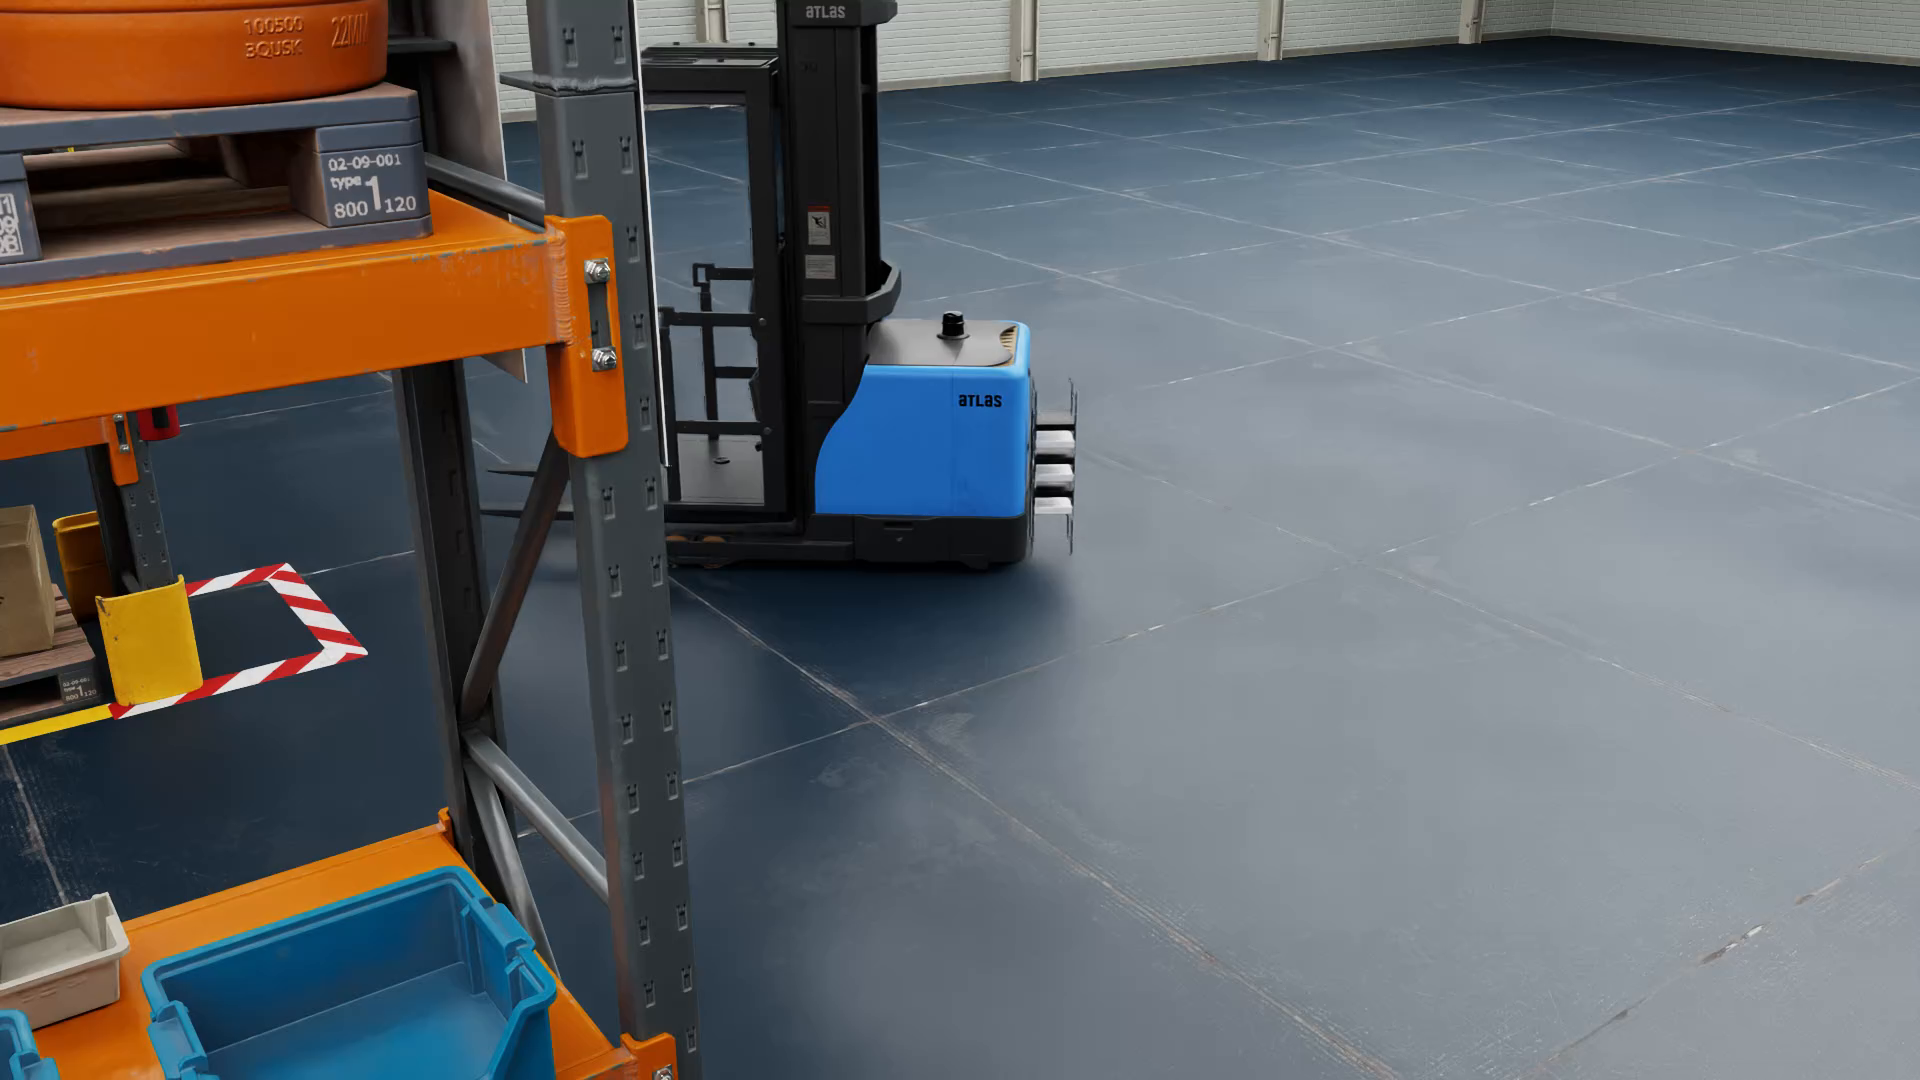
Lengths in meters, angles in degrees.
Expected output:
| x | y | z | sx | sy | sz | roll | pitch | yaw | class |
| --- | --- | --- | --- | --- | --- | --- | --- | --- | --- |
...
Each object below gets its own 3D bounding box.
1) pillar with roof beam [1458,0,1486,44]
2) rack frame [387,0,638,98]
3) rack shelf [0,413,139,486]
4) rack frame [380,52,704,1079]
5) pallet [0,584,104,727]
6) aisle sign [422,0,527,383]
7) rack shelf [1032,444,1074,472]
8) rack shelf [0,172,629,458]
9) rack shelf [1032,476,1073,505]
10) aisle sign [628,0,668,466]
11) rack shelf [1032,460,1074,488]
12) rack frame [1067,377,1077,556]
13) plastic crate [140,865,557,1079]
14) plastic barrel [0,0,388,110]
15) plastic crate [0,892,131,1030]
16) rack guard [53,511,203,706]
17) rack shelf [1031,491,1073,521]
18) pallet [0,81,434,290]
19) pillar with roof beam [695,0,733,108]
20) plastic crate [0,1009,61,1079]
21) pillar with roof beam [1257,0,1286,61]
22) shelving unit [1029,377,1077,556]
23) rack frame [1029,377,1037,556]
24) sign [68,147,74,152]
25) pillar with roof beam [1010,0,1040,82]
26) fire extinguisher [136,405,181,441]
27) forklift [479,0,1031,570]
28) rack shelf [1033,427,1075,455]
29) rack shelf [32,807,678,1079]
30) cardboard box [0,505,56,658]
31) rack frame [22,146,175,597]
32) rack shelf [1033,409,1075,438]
| x | y | z | sx | sy | sz | roll | pitch | yaw | class |
| --- | --- | --- | --- | --- | --- | --- | --- | --- | --- |
| 13.370 | -13.480 | 30.536 | 0.400 | 9.000 | 9.100 | -15 | 26 | -33 | pillar with roof beam |
| -0.823 | -2.197 | 2.261 | 0.127 | 3.000 | 1.000 | -15 | 26 | -33 | rack frame |
| -5.339 | -0.134 | 6.156 | 4.000 | 0.370 | 1.077 | -15 | 26 | -33 | rack shelf |
| -0.823 | 0.589 | 3.373 | 0.127 | 3.000 | 1.000 | -15 | 26 | -33 | rack frame |
| -4.458 | 0.576 | 7.169 | 1.213 | 0.211 | 1.003 | -15 | 26 | -33 | pallet |
| -0.936 | -0.722 | 3.151 | 0.004 | 0.787 | 0.394 | -15 | 26 | -33 | aisle sign |
| 0.479 | -0.430 | 8.606 | 0.200 | 0.077 | 0.258 | 0 | 22 | -2 | rack shelf |
| -2.447 | -0.037 | 1.866 | 4.000 | 0.370 | 1.077 | -15 | 26 | -33 | rack shelf |
| 0.478 | -0.263 | 8.672 | 0.200 | 0.077 | 0.258 | 0 | 22 | -2 | rack shelf |
| -0.591 | -0.545 | 2.706 | 0.004 | 0.787 | 0.394 | -15 | 26 | -33 | aisle sign |
| 0.479 | -0.347 | 8.639 | 0.200 | 0.077 | 0.258 | 0 | 22 | -2 | rack shelf |
| 0.581 | -0.378 | 8.630 | 0.006 | 0.900 | 0.240 | 0 | 22 | -2 | rack frame |
| -1.055 | 0.856 | 2.904 | 0.616 | 0.251 | 0.499 | -15 | 26 | -33 | plastic crate |
| -1.143 | -1.055 | 2.300 | 0.708 | 0.830 | 0.600 | -15 | 26 | -33 | plastic barrel |
| -1.737 | 0.808 | 3.179 | 0.250 | 0.136 | 0.298 | -15 | 26 | -33 | plastic crate |
| -3.777 | 0.276 | 7.529 | 0.348 | 0.500 | 1.175 | -15 | 26 | -33 | rack guard |
| 0.478 | -0.179 | 8.706 | 0.200 | 0.077 | 0.258 | 0 | 22 | -2 | rack shelf |
| -1.552 | -0.567 | 2.477 | 1.213 | 0.211 | 1.003 | -15 | 26 | -33 | pallet |
| -1.242 | -9.584 | 20.772 | 0.400 | 9.000 | 9.100 | -15 | 26 | -33 | pillar with roof beam |
| -1.585 | 0.995 | 2.556 | 0.408 | 0.251 | 0.499 | -15 | 26 | -33 | plastic crate |
| 8.499 | -12.181 | 27.282 | 0.400 | 9.000 | 9.100 | -15 | 26 | -33 | pillar with roof beam |
| 0.479 | -0.377 | 8.627 | 0.210 | 0.900 | 0.258 | 0 | 22 | -2 | shelving unit |
| 0.377 | -0.377 | 8.624 | 0.006 | 0.900 | 0.240 | 0 | 22 | -2 | rack frame |
| -3.408 | -1.414 | 6.405 | 0.005 | 0.325 | 0.100 | -15 | 26 | -33 | sign |
| 3.629 | -10.883 | 24.027 | 0.400 | 9.000 | 9.100 | -15 | 26 | -33 | pillar with roof beam |
| -3.354 | -0.751 | 6.836 | 0.183 | 0.674 | 0.296 | -15 | 26 | -33 | fire extinguisher |
| -1.150 | -1.406 | 8.465 | 3.031 | 2.935 | 1.130 | 1 | 22 | 3 | forklift |
| 0.480 | -0.514 | 8.572 | 0.200 | 0.077 | 0.258 | 0 | 22 | -2 | rack shelf |
| -2.447 | 1.356 | 2.422 | 4.000 | 0.370 | 1.077 | -15 | 26 | -33 | rack shelf |
| -4.232 | 0.195 | 7.167 | 0.500 | 0.500 | 0.500 | -10 | 24 | -23 | cardboard box |
| -3.716 | -0.901 | 7.107 | 0.127 | 3.000 | 1.000 | -15 | 26 | -33 | rack frame |
| 0.480 | -0.597 | 8.539 | 0.200 | 0.077 | 0.258 | 0 | 22 | -2 | rack shelf |
